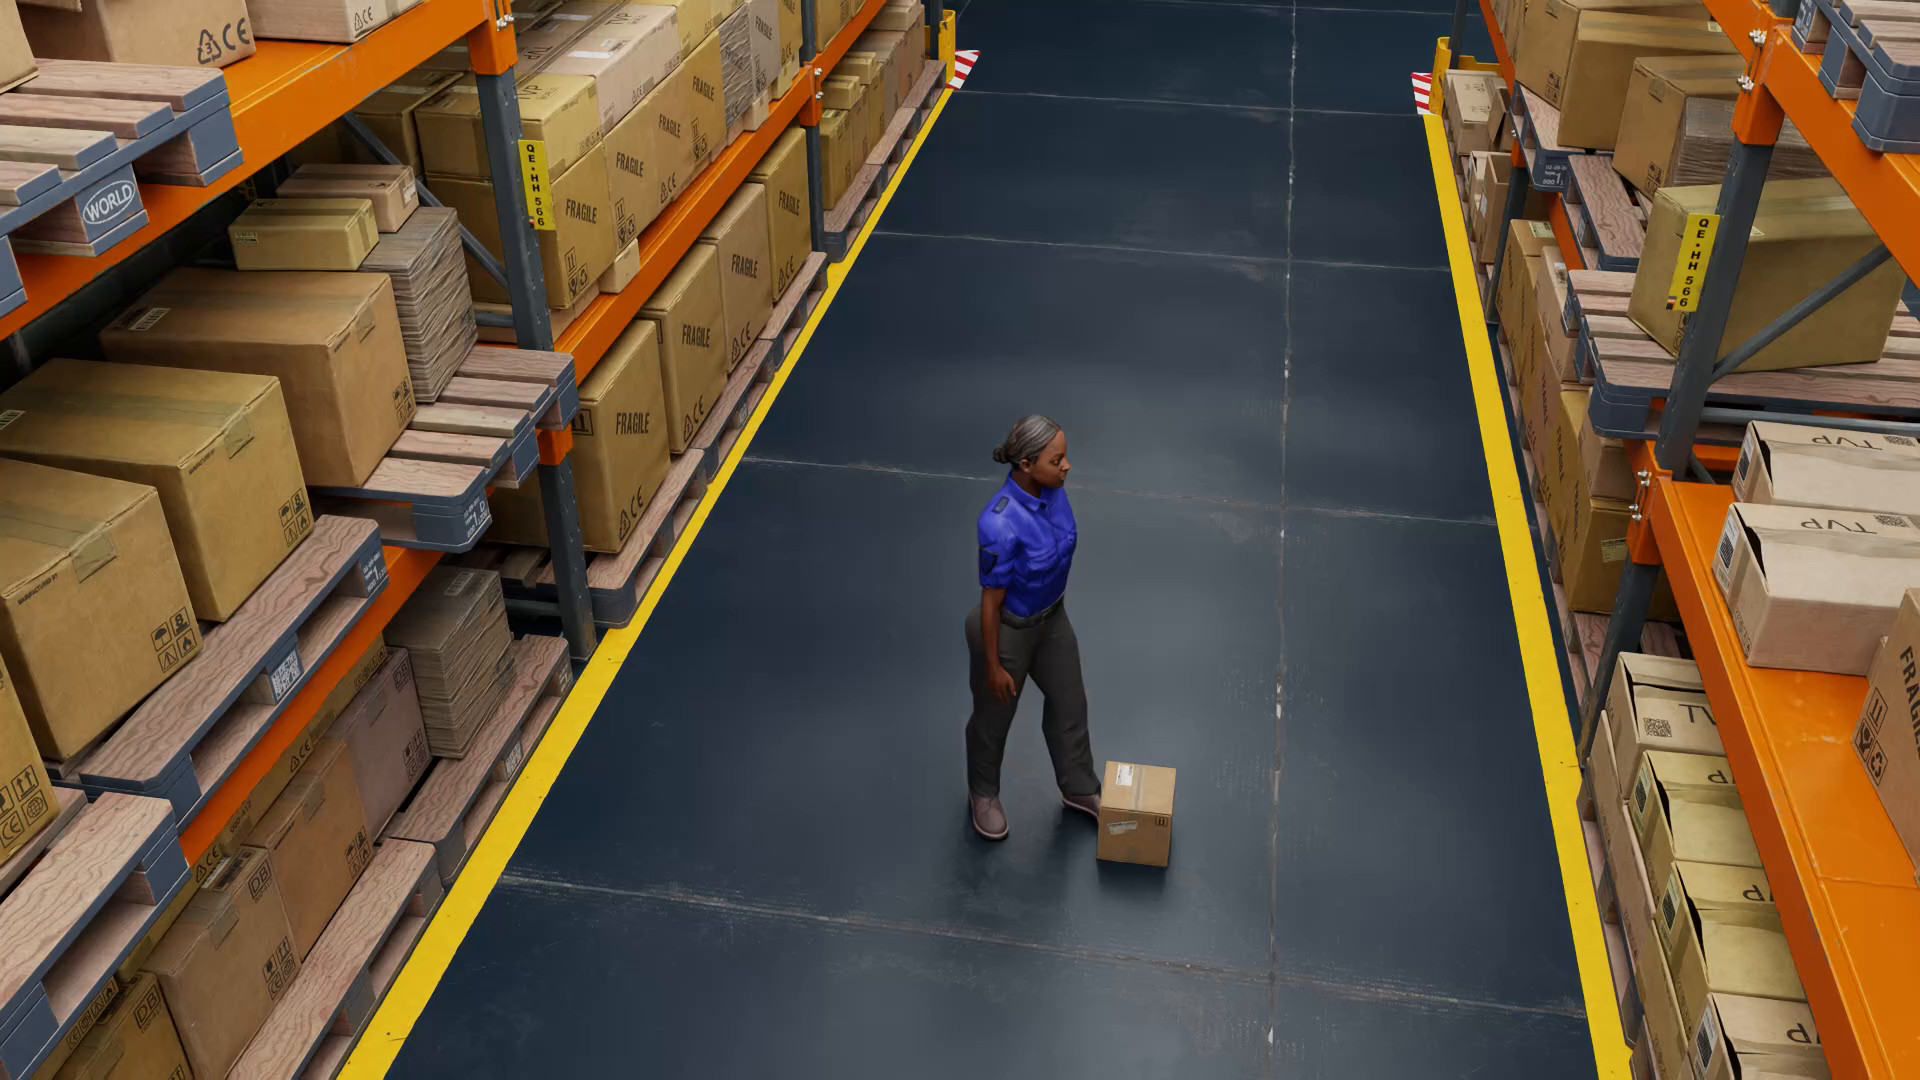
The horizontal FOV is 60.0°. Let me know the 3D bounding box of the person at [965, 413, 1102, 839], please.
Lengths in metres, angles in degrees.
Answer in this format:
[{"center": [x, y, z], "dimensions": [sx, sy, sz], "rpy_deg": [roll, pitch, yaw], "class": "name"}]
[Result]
[{"center": [0.282, 0.332, 5.607], "dimensions": [0.585, 1.650, 0.504], "rpy_deg": [24, 39, 32], "class": "person"}]
